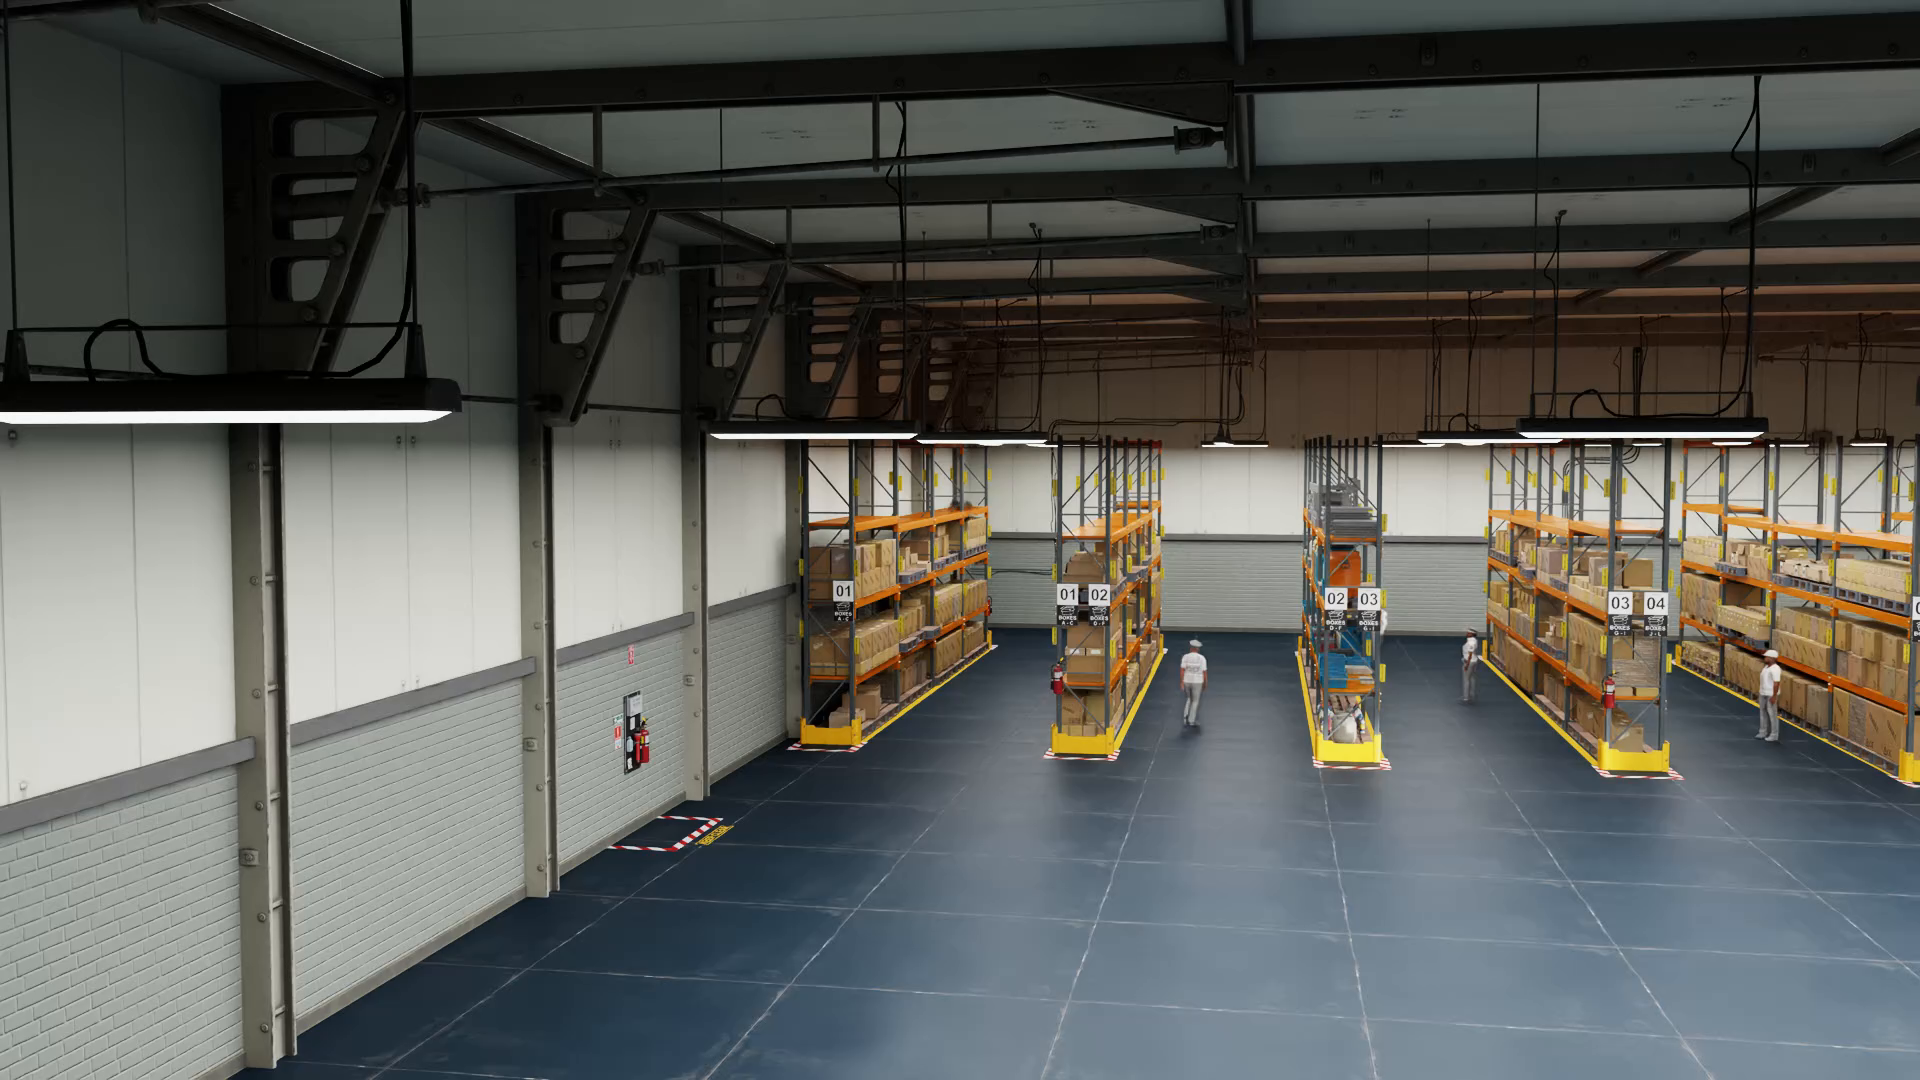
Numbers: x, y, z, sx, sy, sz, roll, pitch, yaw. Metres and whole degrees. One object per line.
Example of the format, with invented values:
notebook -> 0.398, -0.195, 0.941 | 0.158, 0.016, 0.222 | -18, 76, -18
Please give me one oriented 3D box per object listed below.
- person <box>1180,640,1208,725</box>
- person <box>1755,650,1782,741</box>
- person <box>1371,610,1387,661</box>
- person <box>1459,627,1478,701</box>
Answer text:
person -> 4.883, 2.975, 34.460 | 0.469, 1.806, 0.526 | -3, 4, -45
person -> 15.977, 3.052, 32.821 | 0.408, 1.771, 0.609 | -1, 3, -10
person -> 11.403, 2.447, 45.321 | 0.419, 1.639, 0.975 | 0, 3, 5
person -> 11.645, 2.828, 38.065 | 0.387, 1.704, 0.466 | 2, 4, 36
